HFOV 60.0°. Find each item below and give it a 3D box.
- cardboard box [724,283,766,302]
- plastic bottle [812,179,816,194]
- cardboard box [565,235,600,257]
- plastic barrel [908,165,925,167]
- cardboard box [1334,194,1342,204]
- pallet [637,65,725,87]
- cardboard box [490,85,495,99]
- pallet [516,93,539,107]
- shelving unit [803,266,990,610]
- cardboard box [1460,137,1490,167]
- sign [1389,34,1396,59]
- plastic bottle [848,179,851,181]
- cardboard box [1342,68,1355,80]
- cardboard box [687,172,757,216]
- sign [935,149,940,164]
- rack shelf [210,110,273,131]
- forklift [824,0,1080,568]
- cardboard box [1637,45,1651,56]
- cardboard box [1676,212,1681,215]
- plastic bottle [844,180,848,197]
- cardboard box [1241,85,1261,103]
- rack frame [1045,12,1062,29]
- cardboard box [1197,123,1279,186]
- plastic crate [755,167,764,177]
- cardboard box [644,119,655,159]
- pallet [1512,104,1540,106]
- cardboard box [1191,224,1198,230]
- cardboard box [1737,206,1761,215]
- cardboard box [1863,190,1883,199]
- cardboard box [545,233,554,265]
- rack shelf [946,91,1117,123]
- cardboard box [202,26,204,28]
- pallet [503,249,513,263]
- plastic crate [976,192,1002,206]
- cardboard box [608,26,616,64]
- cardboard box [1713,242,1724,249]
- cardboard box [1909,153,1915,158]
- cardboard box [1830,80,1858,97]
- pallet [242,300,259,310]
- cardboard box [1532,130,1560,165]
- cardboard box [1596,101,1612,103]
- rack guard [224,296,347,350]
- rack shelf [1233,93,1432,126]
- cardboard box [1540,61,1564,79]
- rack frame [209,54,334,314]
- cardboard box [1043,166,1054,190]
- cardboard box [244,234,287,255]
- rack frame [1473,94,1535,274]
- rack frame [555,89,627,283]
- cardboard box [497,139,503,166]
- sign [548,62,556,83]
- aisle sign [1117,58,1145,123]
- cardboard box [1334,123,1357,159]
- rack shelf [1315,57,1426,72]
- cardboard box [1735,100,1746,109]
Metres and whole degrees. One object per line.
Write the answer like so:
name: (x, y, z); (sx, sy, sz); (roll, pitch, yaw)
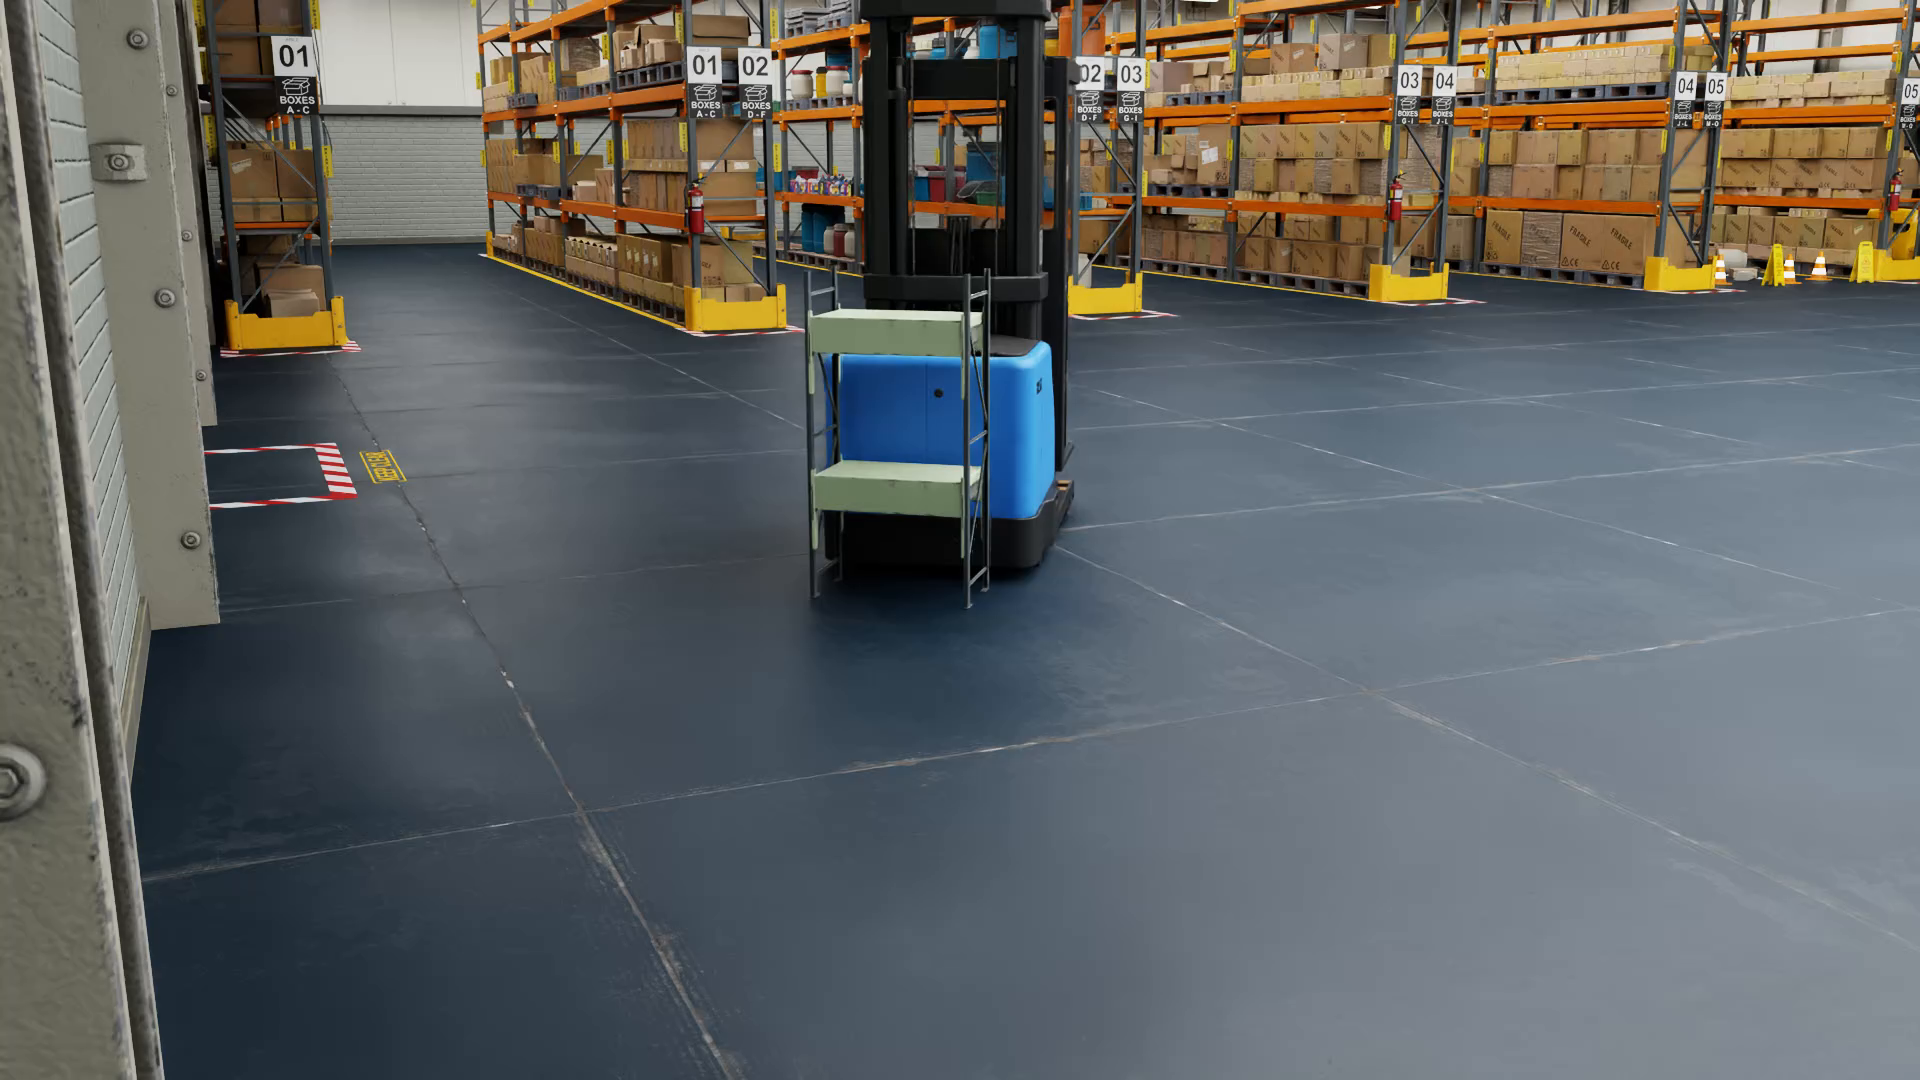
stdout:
cardboard box: (-2.676, -2.980, 20.262); (0.500, 0.250, 0.500); (-6, 14, -23)
plastic bottle: (-2.632, -6.481, 30.494); (0.152, 0.276, 0.135); (-6, 14, -23)
cardboard box: (-5.929, -4.641, 26.192); (0.500, 0.311, 0.500); (-5, 14, -21)
plastic barrel: (-0.866, -6.082, 28.193); (0.600, 0.536, 0.708); (-6, 14, -23)
cardboard box: (5.715, -5.004, 24.393); (0.380, 0.149, 0.250); (-6, 14, -23)
pallet: (-3.417, -5.804, 20.837); (1.003, 0.211, 1.213); (-6, 14, -23)
cardboard box: (-8.707, -8.586, 31.885); (0.500, 0.250, 0.500); (-6, 14, -23)
pallet: (-6.857, -7.478, 28.294); (1.213, 0.211, 1.003); (-6, 14, -23)
shelving unit: (-0.278, -0.480, 7.617); (0.755, 1.500, 0.431); (3, 13, 14)
cardboard box: (9.192, -6.770, 29.029); (0.700, 0.500, 0.500); (-6, 14, -24)
sign: (5.897, -6.725, 22.659); (0.100, 0.325, 0.005); (-6, 14, -23)
plastic bottle: (-2.075, -6.590, 30.967); (0.152, 0.276, 0.135); (-6, 14, -23)
cardboard box: (5.687, -6.651, 23.750); (0.380, 0.149, 0.250); (-6, 14, -23)
cardboard box: (-2.840, -4.131, 19.844); (0.700, 0.500, 0.500); (-6, 14, -23)
sign: (-0.507, -8.596, 37.261); (0.100, 0.325, 0.005); (-6, 14, -23)
rack shelf: (-12.810, -7.540, 29.737); (1.077, 0.370, 4.000); (-6, 14, -23)
forklift: (0.066, -1.575, 9.177); (1.130, 2.935, 3.031); (2, 13, 8)
cardboard box: (10.454, -7.377, 25.075); (0.380, 0.149, 0.250); (-6, 14, -23)
cardboard box: (16.203, -7.369, 37.233); (0.380, 0.149, 0.250); (-6, 14, -25)
plastic bottle: (-1.975, -6.120, 28.918); (0.061, 0.283, 0.133); (-6, 14, -23)
cardboard box: (4.757, -6.977, 26.044); (0.500, 0.250, 0.500); (-6, 14, -25)
rack frame: (1.606, -10.280, 33.332); (1.000, 3.000, 0.127); (-6, 14, -23)
cardboard box: (4.621, -6.379, 27.516); (1.000, 1.000, 1.000); (-6, 14, -23)
plastic crate: (-4.229, -7.731, 35.409); (0.616, 0.435, 0.499); (-6, 14, -23)
cardboard box: (-3.680, -5.193, 21.555); (0.700, 0.500, 0.500); (-6, 14, -23)
pallet: (11.982, -8.924, 34.542); (1.213, 0.211, 1.003); (-5, 14, -20)
cardboard box: (5.400, -7.002, 37.202); (0.380, 0.149, 0.250); (-5, 14, -22)
cardboard box: (14.083, -5.863, 29.614); (0.380, 0.149, 0.250); (-5, 14, -21)
cardboard box: (15.148, -5.709, 27.442); (0.380, 0.149, 0.250); (-5, 14, -21)
cardboard box: (-6.666, -4.913, 28.012); (0.500, 0.500, 0.500); (-6, 14, -25)
rack shelf: (1.074, -5.955, 22.891); (1.077, 0.370, 4.000); (-6, 14, -23)
cardboard box: (-7.843, -5.720, 17.798); (0.500, 0.500, 0.500); (-5, 14, -19)
pallet: (-8.239, -5.499, 32.164); (1.003, 0.211, 1.213); (-6, 14, -23)
plastic crate: (0.558, -4.848, 23.636); (0.450, 0.188, 0.662); (-6, 14, -23)
cardboard box: (-4.727, -7.016, 23.616); (0.500, 0.500, 0.500); (-4, 14, -18)
cardboard box: (13.880, -5.319, 30.365); (0.500, 0.250, 0.500); (-6, 14, -26)
cardboard box: (18.497, -7.422, 31.965); (0.380, 0.149, 0.250); (-5, 14, -22)
cardboard box: (14.854, -7.493, 27.615); (0.500, 0.250, 0.500); (-6, 14, -24)
pallet: (-8.503, -2.869, 20.796); (1.003, 0.211, 1.213); (-6, 14, -23)
cardboard box: (9.930, -6.425, 27.250); (0.875, 0.550, 0.550); (-6, 14, -23)
cardboard box: (12.926, -8.626, 32.605); (0.797, 0.503, 0.637); (-6, 14, -23)
rack guard: (-7.233, -2.334, 17.847); (1.175, 0.500, 0.348); (-6, 14, -23)
rack shelf: (5.612, -6.403, 24.824); (1.077, 0.370, 4.000); (-6, 14, -23)
cardboard box: (9.742, -7.584, 26.853); (0.500, 0.250, 0.500); (-6, 14, -24)
rack frame: (-7.202, -3.536, 17.497); (1.000, 3.000, 0.127); (-6, 14, -23)
cardboard box: (1.964, -7.082, 32.593); (0.500, 0.500, 0.500); (-6, 14, -24)
cardboard box: (-9.294, -3.966, 22.258); (0.500, 0.250, 0.500); (-6, 14, -24)
rack frame: (9.396, -6.132, 28.712); (1.000, 3.000, 0.127); (-6, 14, -23)
rack frame: (-5.870, -5.637, 26.575); (1.000, 3.000, 0.127); (-6, 14, -23)
cardboard box: (-8.521, -7.394, 31.728); (0.500, 0.500, 0.500); (-6, 14, -23)
sign: (-6.368, -7.302, 25.968); (0.100, 0.325, 0.005); (-6, 14, -23)
aisle sign: (2.172, -5.709, 21.120); (0.394, 0.787, 0.004); (-6, 14, -23)
cardboard box: (5.761, -5.753, 23.977); (0.500, 0.500, 0.500); (-6, 14, -23)
rack shelf: (9.885, -11.043, 39.111); (1.077, 0.370, 4.000); (-6, 14, -23)
cardboard box: (14.046, -7.752, 29.617); (0.380, 0.149, 0.250); (-6, 14, -23)
